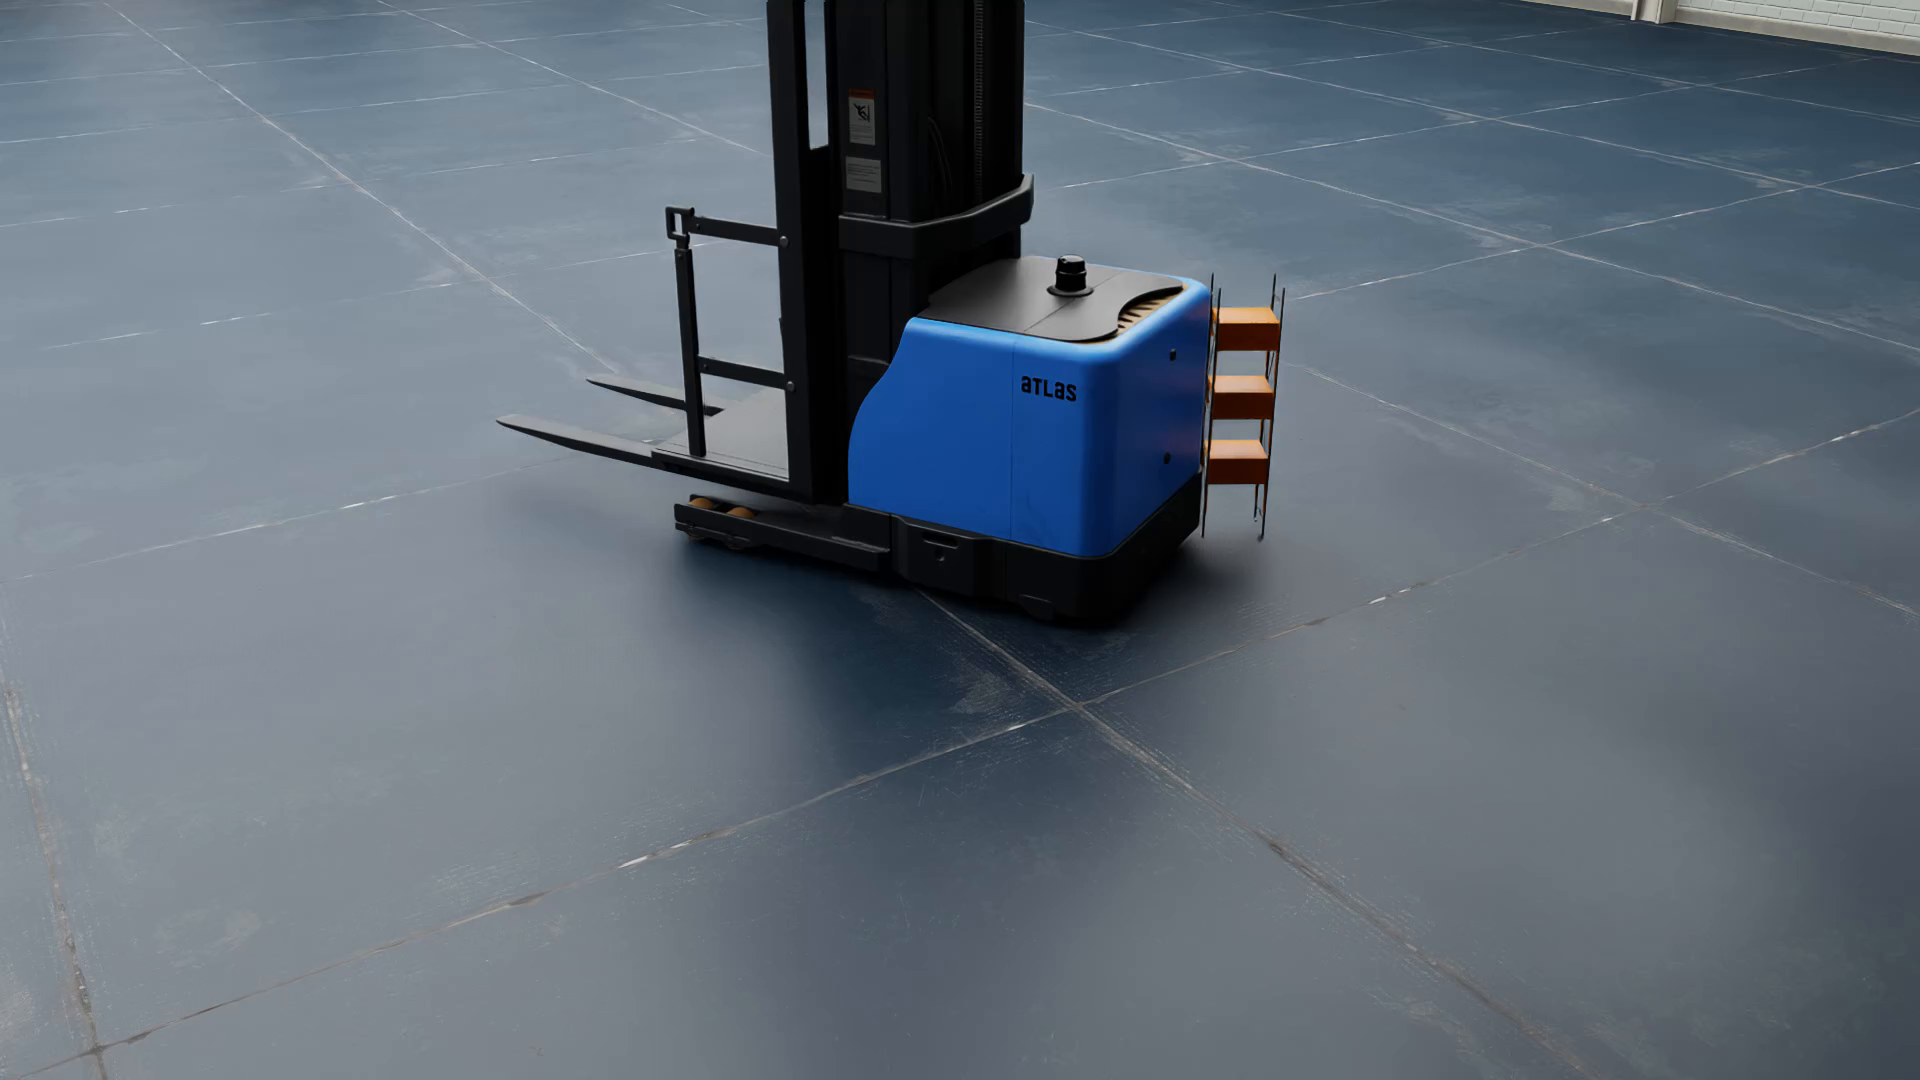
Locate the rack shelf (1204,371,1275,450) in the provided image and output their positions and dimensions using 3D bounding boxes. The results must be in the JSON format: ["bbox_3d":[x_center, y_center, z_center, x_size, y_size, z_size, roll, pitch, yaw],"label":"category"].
[{"bbox_3d":[1.110,-0.517,6.640,0.240,0.259,0.215,0,25,-1],"label":"rack shelf"}]

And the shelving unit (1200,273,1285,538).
[{"bbox_3d":[1.110,-0.527,6.636,0.252,1.050,0.215,0,25,-1],"label":"shelving unit"}]

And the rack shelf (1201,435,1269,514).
[{"bbox_3d":[1.110,-0.266,6.759,0.240,0.259,0.215,0,25,-1],"label":"rack shelf"}]

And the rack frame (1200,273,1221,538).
[{"bbox_3d":[0.988,-0.526,6.634,0.008,1.050,0.200,0,25,-1],"label":"rack frame"}]

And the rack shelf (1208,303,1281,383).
[{"bbox_3d":[1.110,-0.774,6.519,0.240,0.259,0.215,0,25,-1],"label":"rack shelf"}]

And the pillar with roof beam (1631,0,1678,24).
[{"bbox_3d":[4.704,-9.299,15.908,9.100,9.000,0.400,-16,29,-30],"label":"pillar with roof beam"}]

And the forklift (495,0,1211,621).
[{"bbox_3d":[-0.572,-1.468,6.427,3.031,2.935,1.130,13,28,26],"label":"forklift"}]

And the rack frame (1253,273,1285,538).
[{"bbox_3d":[1.232,-0.527,6.637,0.008,1.050,0.200,0,25,-1],"label":"rack frame"}]
